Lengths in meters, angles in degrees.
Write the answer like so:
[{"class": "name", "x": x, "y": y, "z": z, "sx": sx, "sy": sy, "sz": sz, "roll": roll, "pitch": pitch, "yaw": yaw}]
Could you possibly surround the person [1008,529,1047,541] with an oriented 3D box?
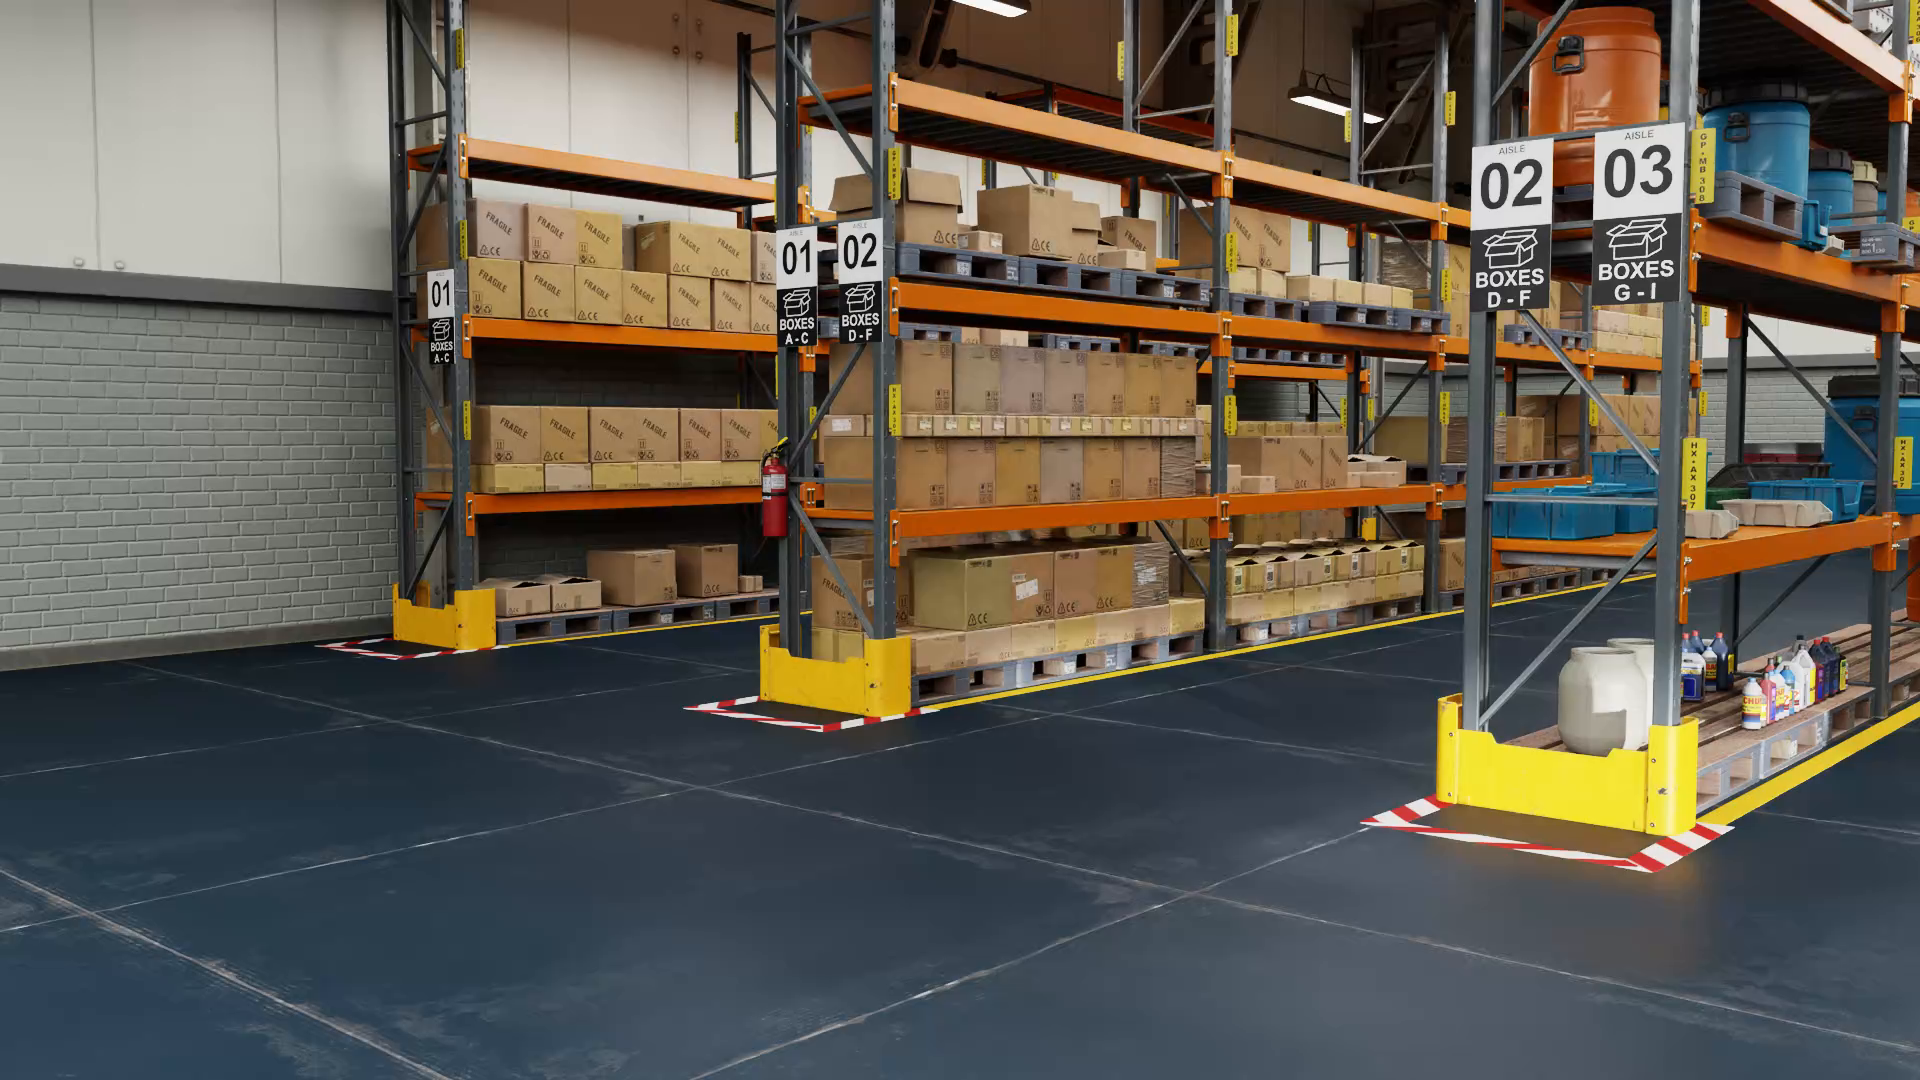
[{"class": "person", "x": 0.748, "y": -0.063, "z": 16.628, "sx": 0.521, "sy": 1.658, "sz": 0.409, "roll": 3, "pitch": 5, "yaw": 40}]
